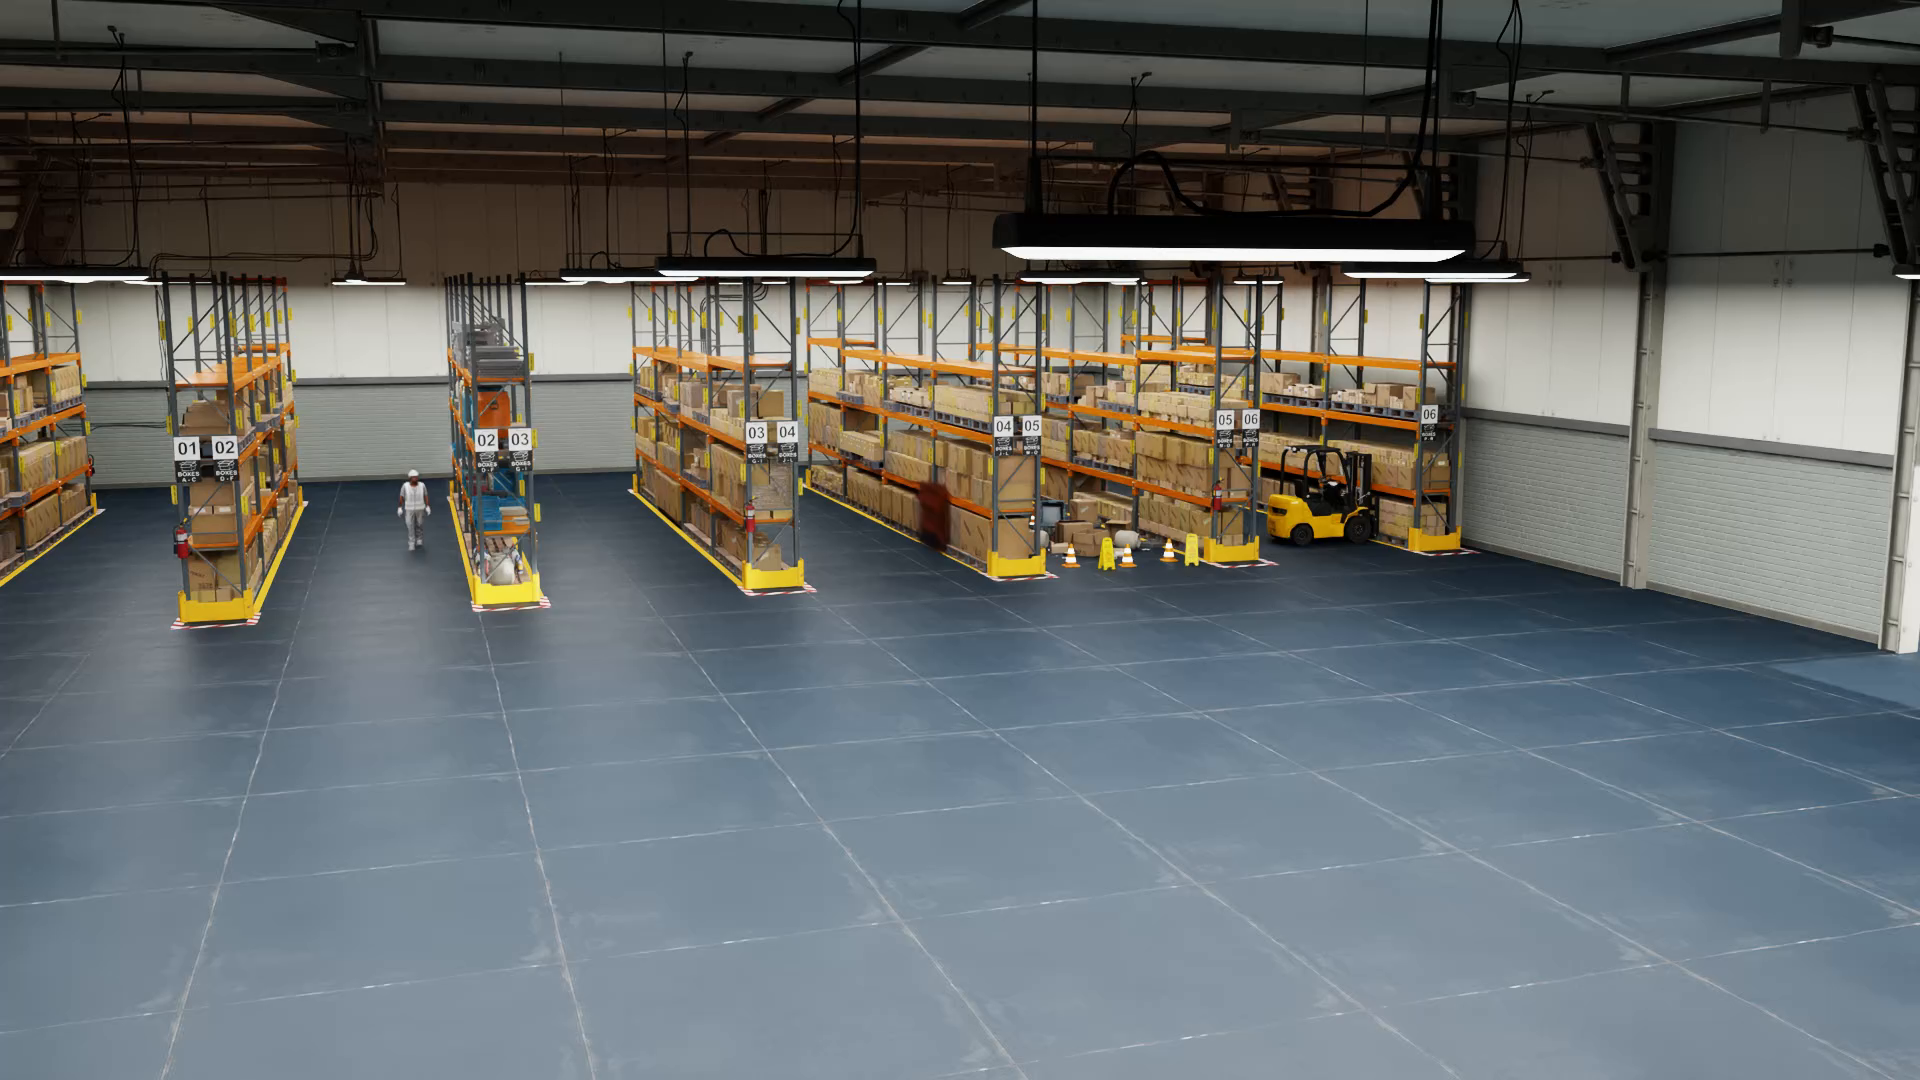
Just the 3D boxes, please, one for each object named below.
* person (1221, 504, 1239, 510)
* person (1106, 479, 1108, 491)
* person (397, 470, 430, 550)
[{"bbox_3d":[6.455,-1.049,39.597,0.520,1.689,0.435,-7,11,-40],"label":"person"},{"bbox_3d":[3.870,-1.990,45.749,0.494,1.669,0.516,-3,9,-21],"label":"person"},{"bbox_3d":[-12.046,-0.682,36.664,0.694,1.719,1.039,-3,9,-17],"label":"person"}]
